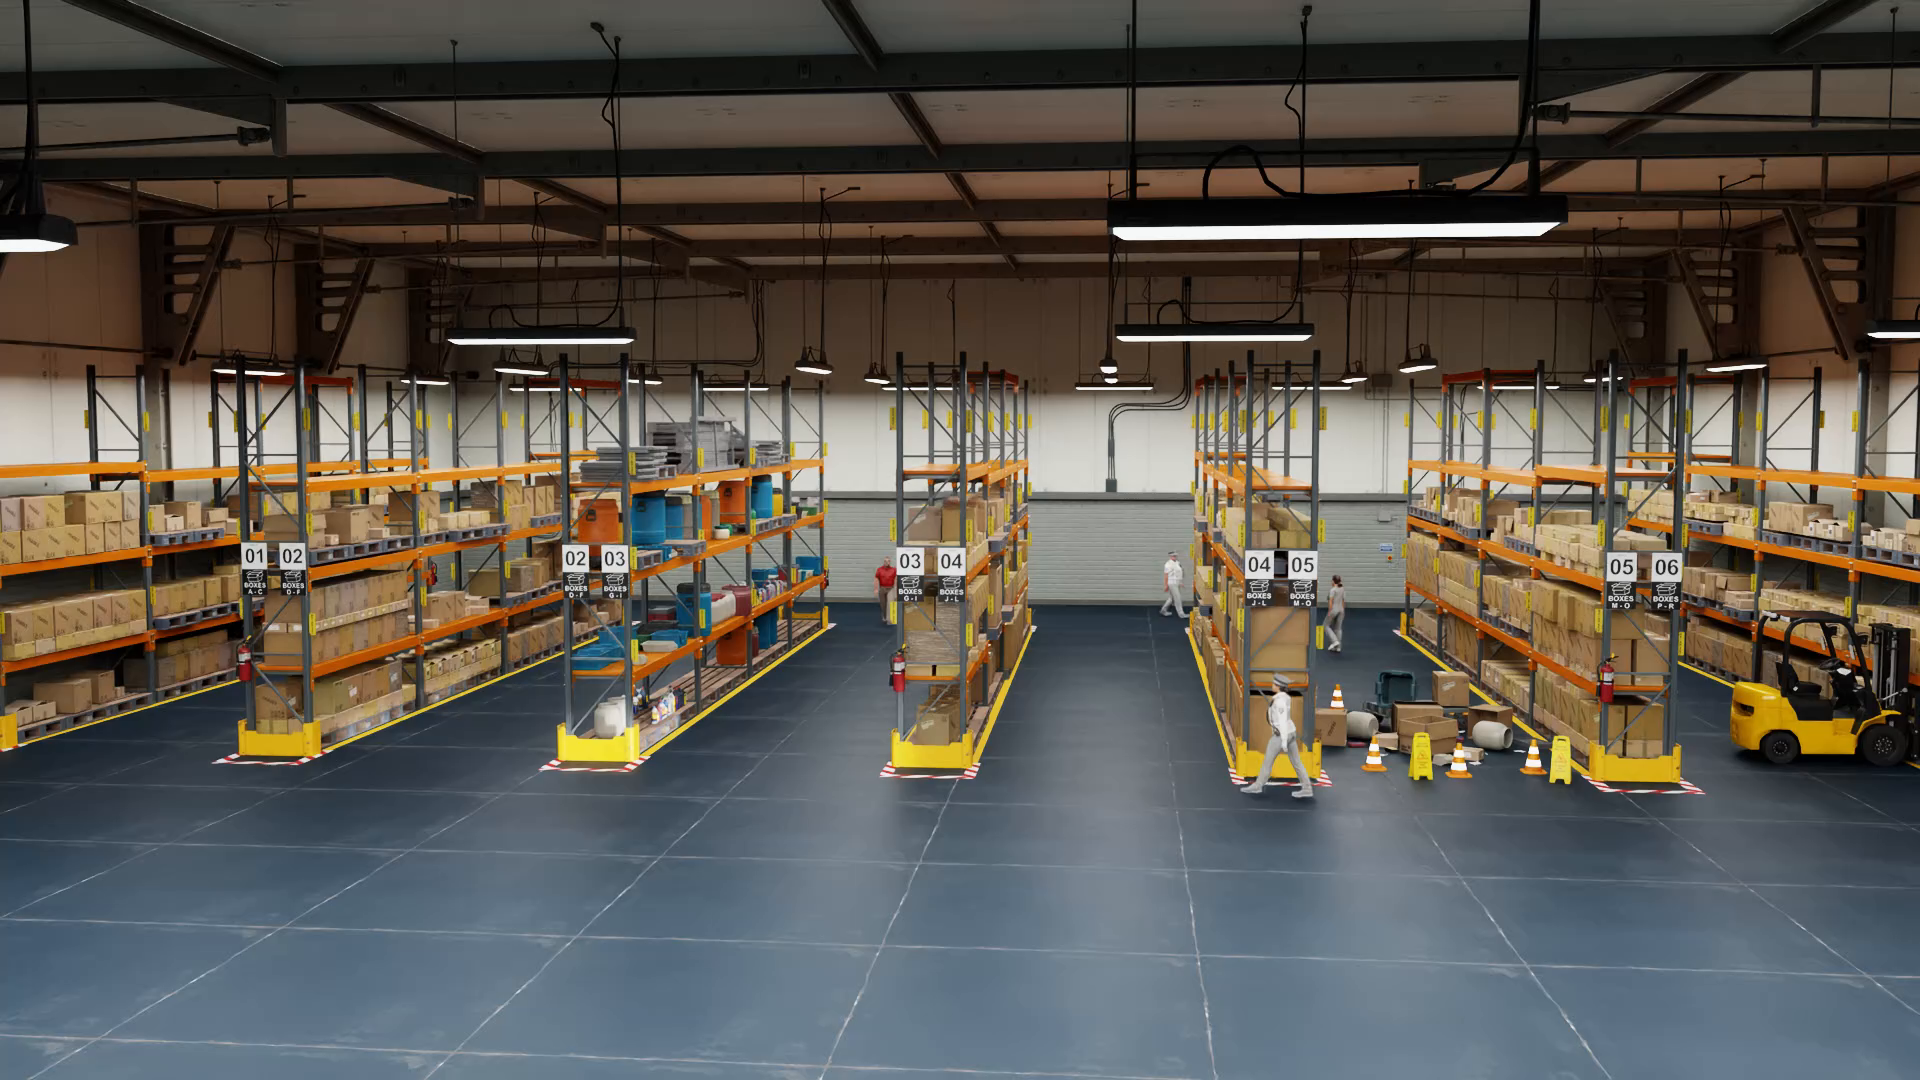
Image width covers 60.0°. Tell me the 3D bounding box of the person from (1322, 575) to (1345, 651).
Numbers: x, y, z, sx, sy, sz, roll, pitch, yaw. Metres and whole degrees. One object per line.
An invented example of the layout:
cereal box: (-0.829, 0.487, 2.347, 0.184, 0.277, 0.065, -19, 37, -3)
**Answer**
person: (8.205, 1.594, 36.241, 0.495, 1.670, 0.465, -2, 5, -31)

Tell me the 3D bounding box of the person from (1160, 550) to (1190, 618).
person: (5.516, 1.120, 42.487, 0.959, 1.725, 0.557, 3, 5, 37)

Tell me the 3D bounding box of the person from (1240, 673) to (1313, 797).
person: (4.254, 2.584, 22.176, 0.958, 1.626, 0.516, 3, 5, 32)

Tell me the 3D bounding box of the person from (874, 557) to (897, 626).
person: (-1.818, 1.249, 40.940, 0.576, 1.664, 1.099, 0, 4, 2)

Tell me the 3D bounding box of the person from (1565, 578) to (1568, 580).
person: (13.325, 1.581, 36.415, 0.445, 1.527, 0.372, -3, 5, -37)
